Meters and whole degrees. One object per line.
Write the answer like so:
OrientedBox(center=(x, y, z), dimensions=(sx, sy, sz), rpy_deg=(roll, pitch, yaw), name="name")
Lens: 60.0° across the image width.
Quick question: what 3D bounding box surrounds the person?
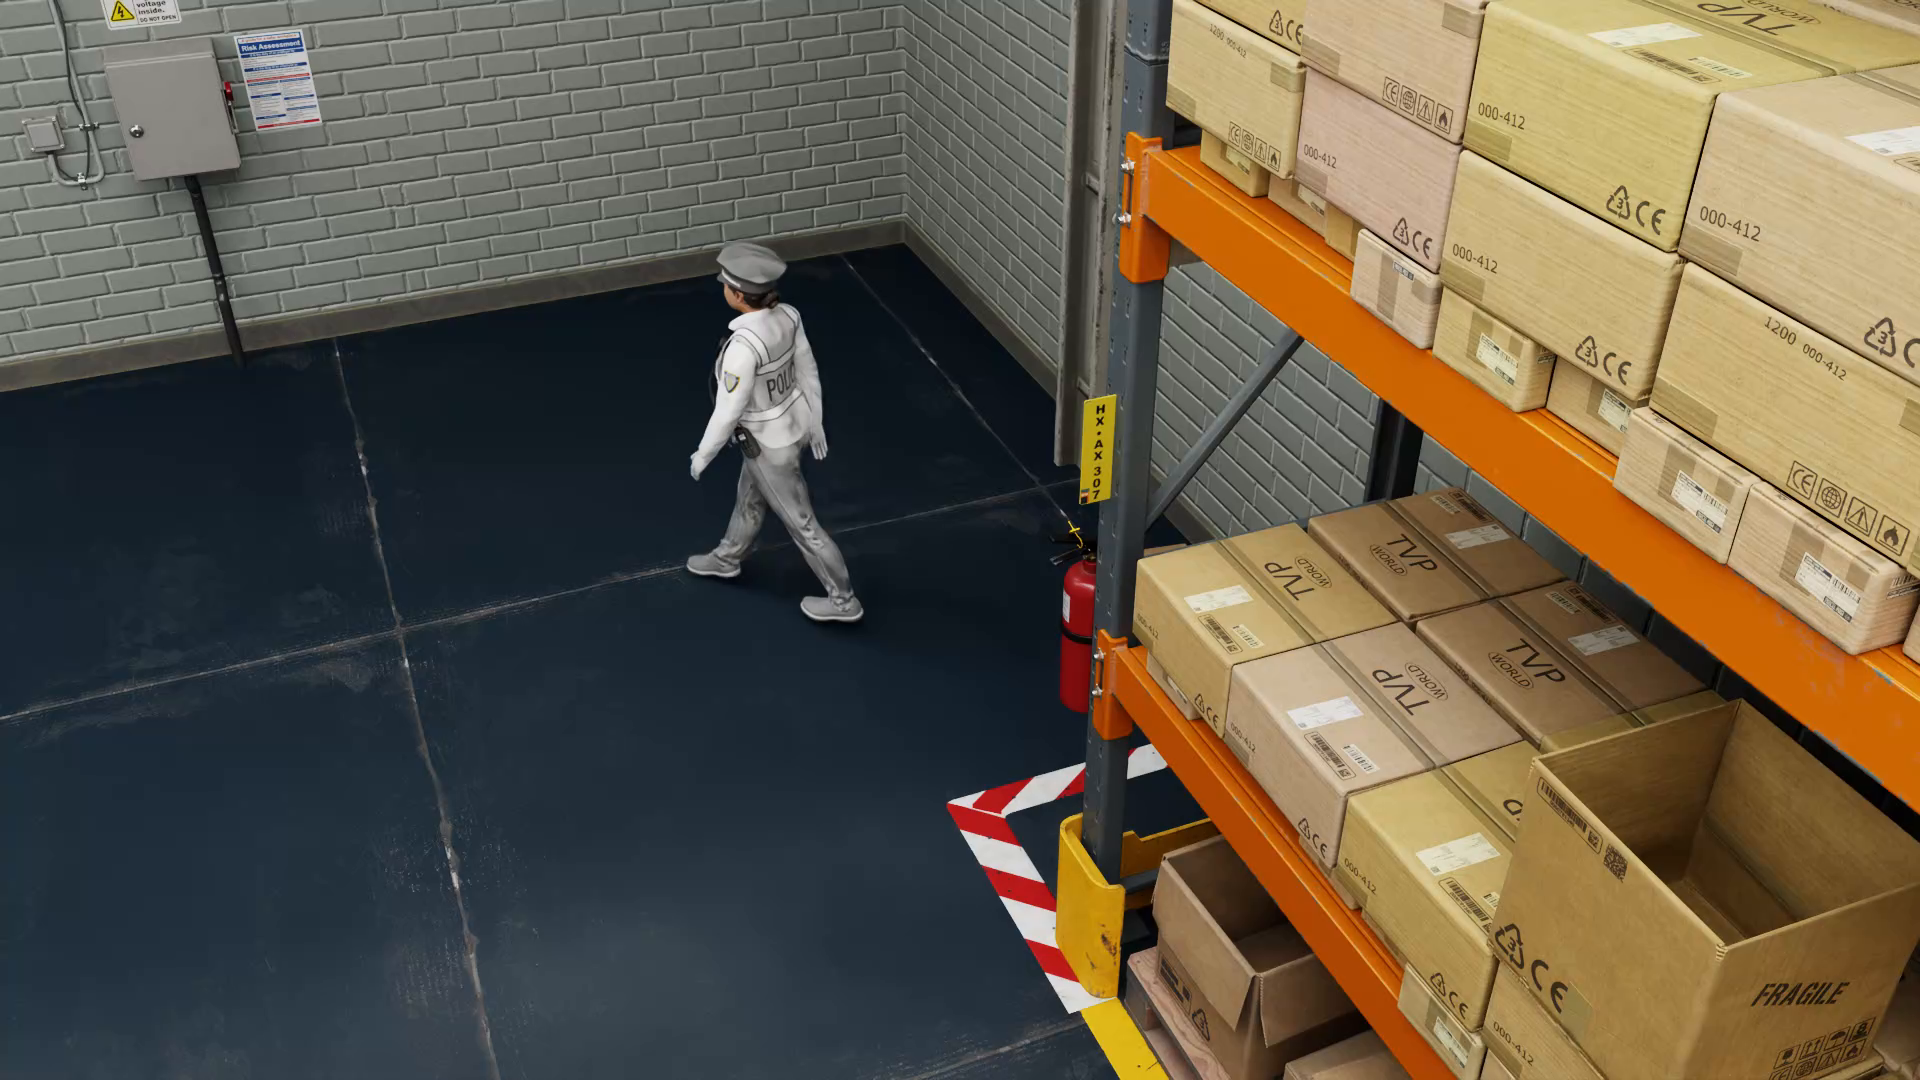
OrientedBox(center=(-0.836, -0.413, 6.735), dimensions=(0.907, 1.650, 0.513), rpy_deg=(11, 35, 16), name="person")
